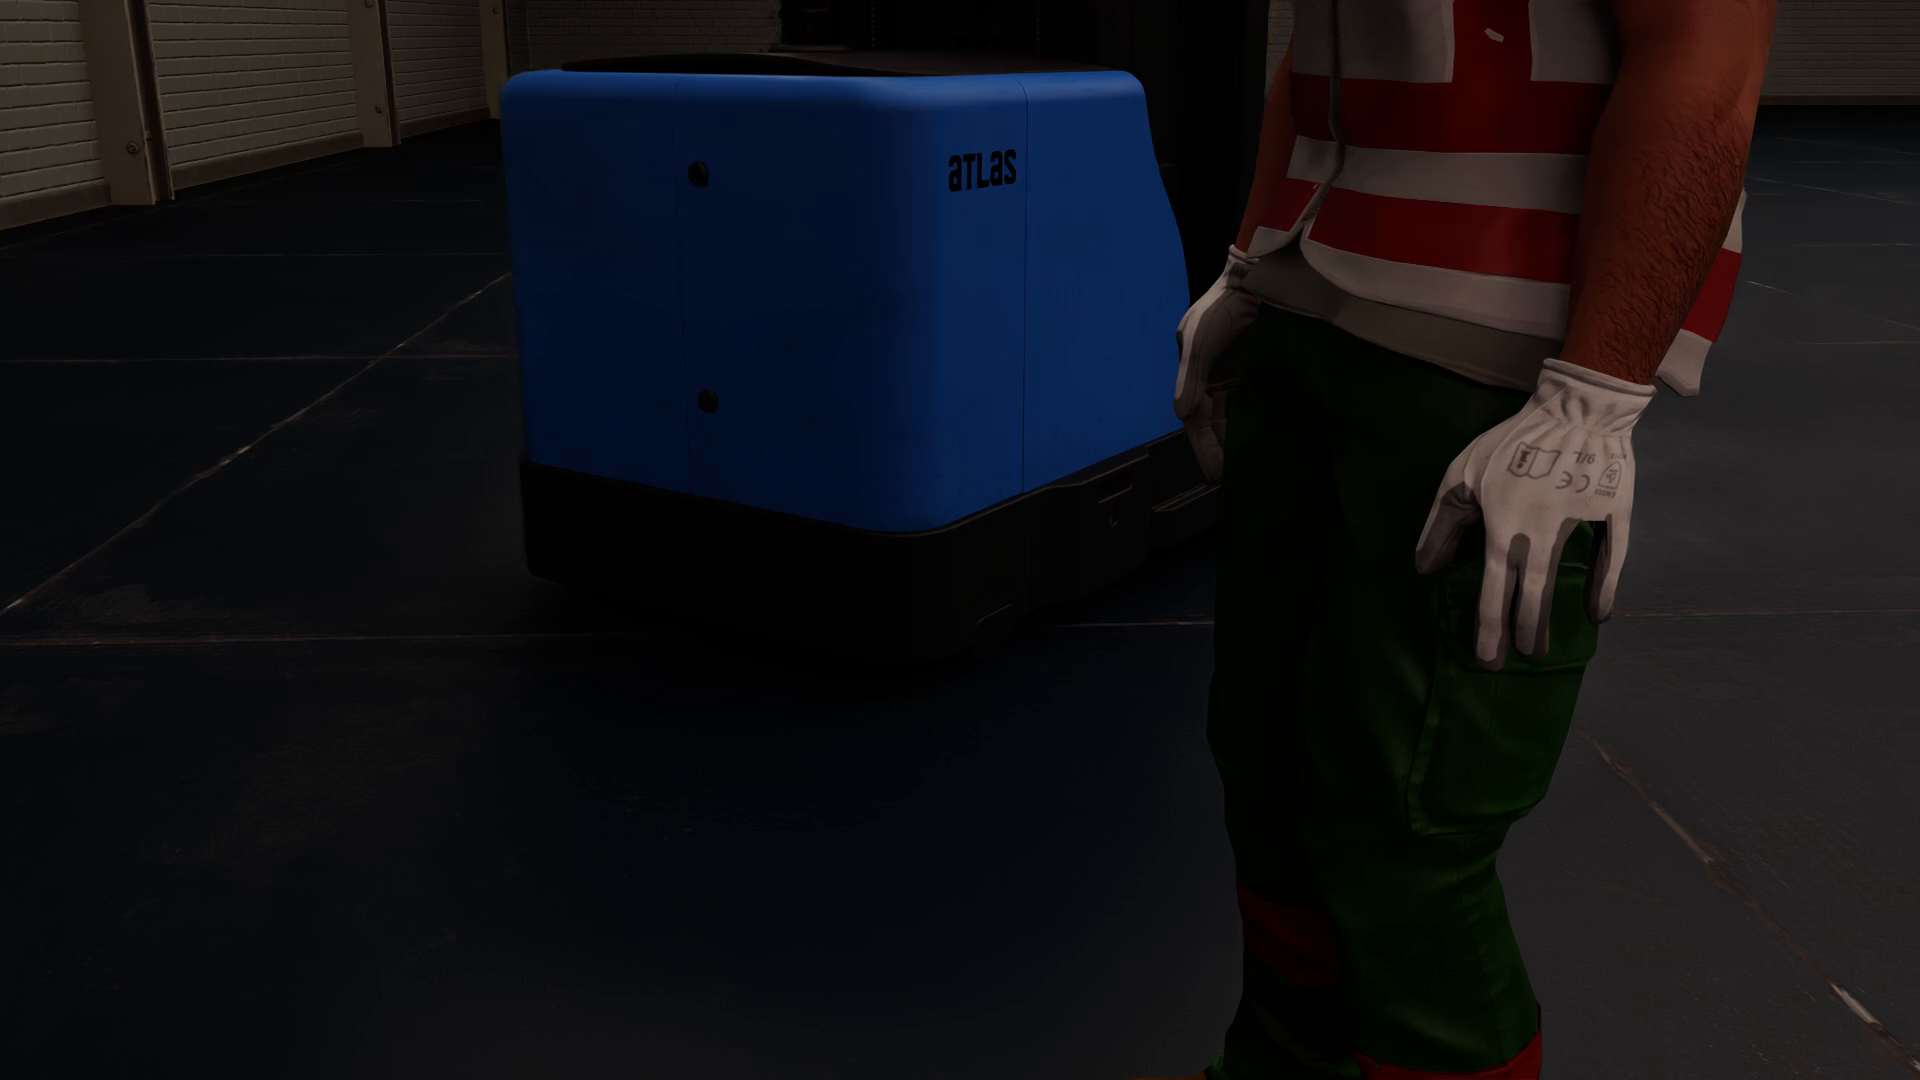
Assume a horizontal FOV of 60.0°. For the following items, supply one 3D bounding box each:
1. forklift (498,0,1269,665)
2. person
[{"bbox_3d":[0.336,-1.551,3.979,1.130,2.935,3.031,11,20,32],"label":"forklift"},{"bbox_3d":[0.345,-0.137,1.330,0.448,1.779,0.619,-4,17,-12],"label":"person"}]
